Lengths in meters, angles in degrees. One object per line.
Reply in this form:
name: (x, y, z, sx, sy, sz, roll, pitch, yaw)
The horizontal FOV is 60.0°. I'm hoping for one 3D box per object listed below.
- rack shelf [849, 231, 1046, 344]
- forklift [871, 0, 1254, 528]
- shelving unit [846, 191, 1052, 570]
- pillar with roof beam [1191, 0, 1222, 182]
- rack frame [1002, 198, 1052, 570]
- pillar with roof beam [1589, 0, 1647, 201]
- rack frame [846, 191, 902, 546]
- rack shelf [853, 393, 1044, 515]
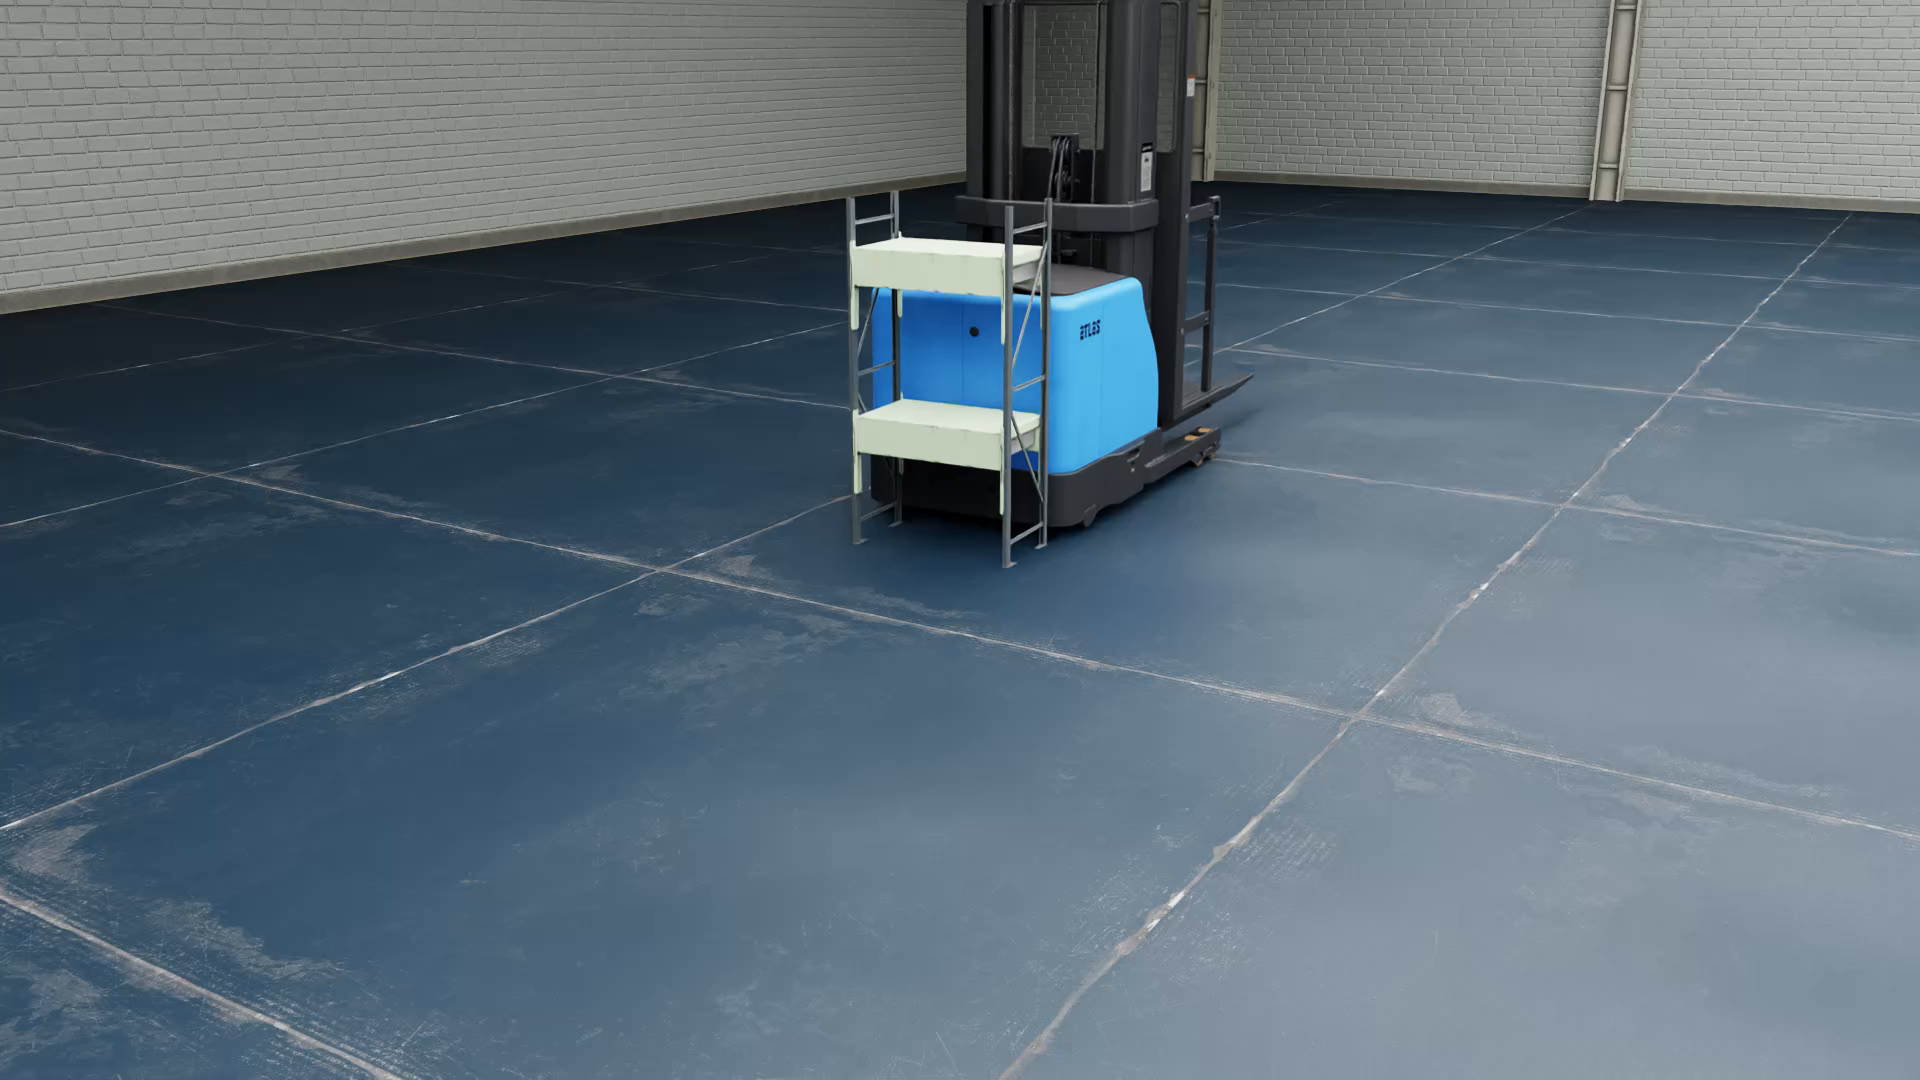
rack shelf: (-0.045, -1.068, 6.974, 0.720, 0.370, 0.431, 9, 19, 27)
forklift: (0.728, -1.837, 8.387, 1.130, 2.935, 3.031, 9, 19, 27)
shelving unit: (-0.045, -0.694, 7.087, 0.755, 1.500, 0.431, 9, 19, 27)
pillar with roof beam: (1.420, -8.777, 20.793, 0.400, 9.000, 9.100, 10, 20, 30)
rack frame: (0.279, -0.645, 6.924, 0.023, 1.500, 0.400, 9, 19, 27)
pillar with roof beam: (6.533, -7.864, 17.789, 0.400, 9.000, 9.100, 10, 20, 30)
rack frame: (-0.368, -0.744, 7.250, 0.023, 1.500, 0.400, 9, 19, 27)
rack shelf: (-0.045, -0.383, 7.182, 0.720, 0.370, 0.431, 9, 19, 27)
